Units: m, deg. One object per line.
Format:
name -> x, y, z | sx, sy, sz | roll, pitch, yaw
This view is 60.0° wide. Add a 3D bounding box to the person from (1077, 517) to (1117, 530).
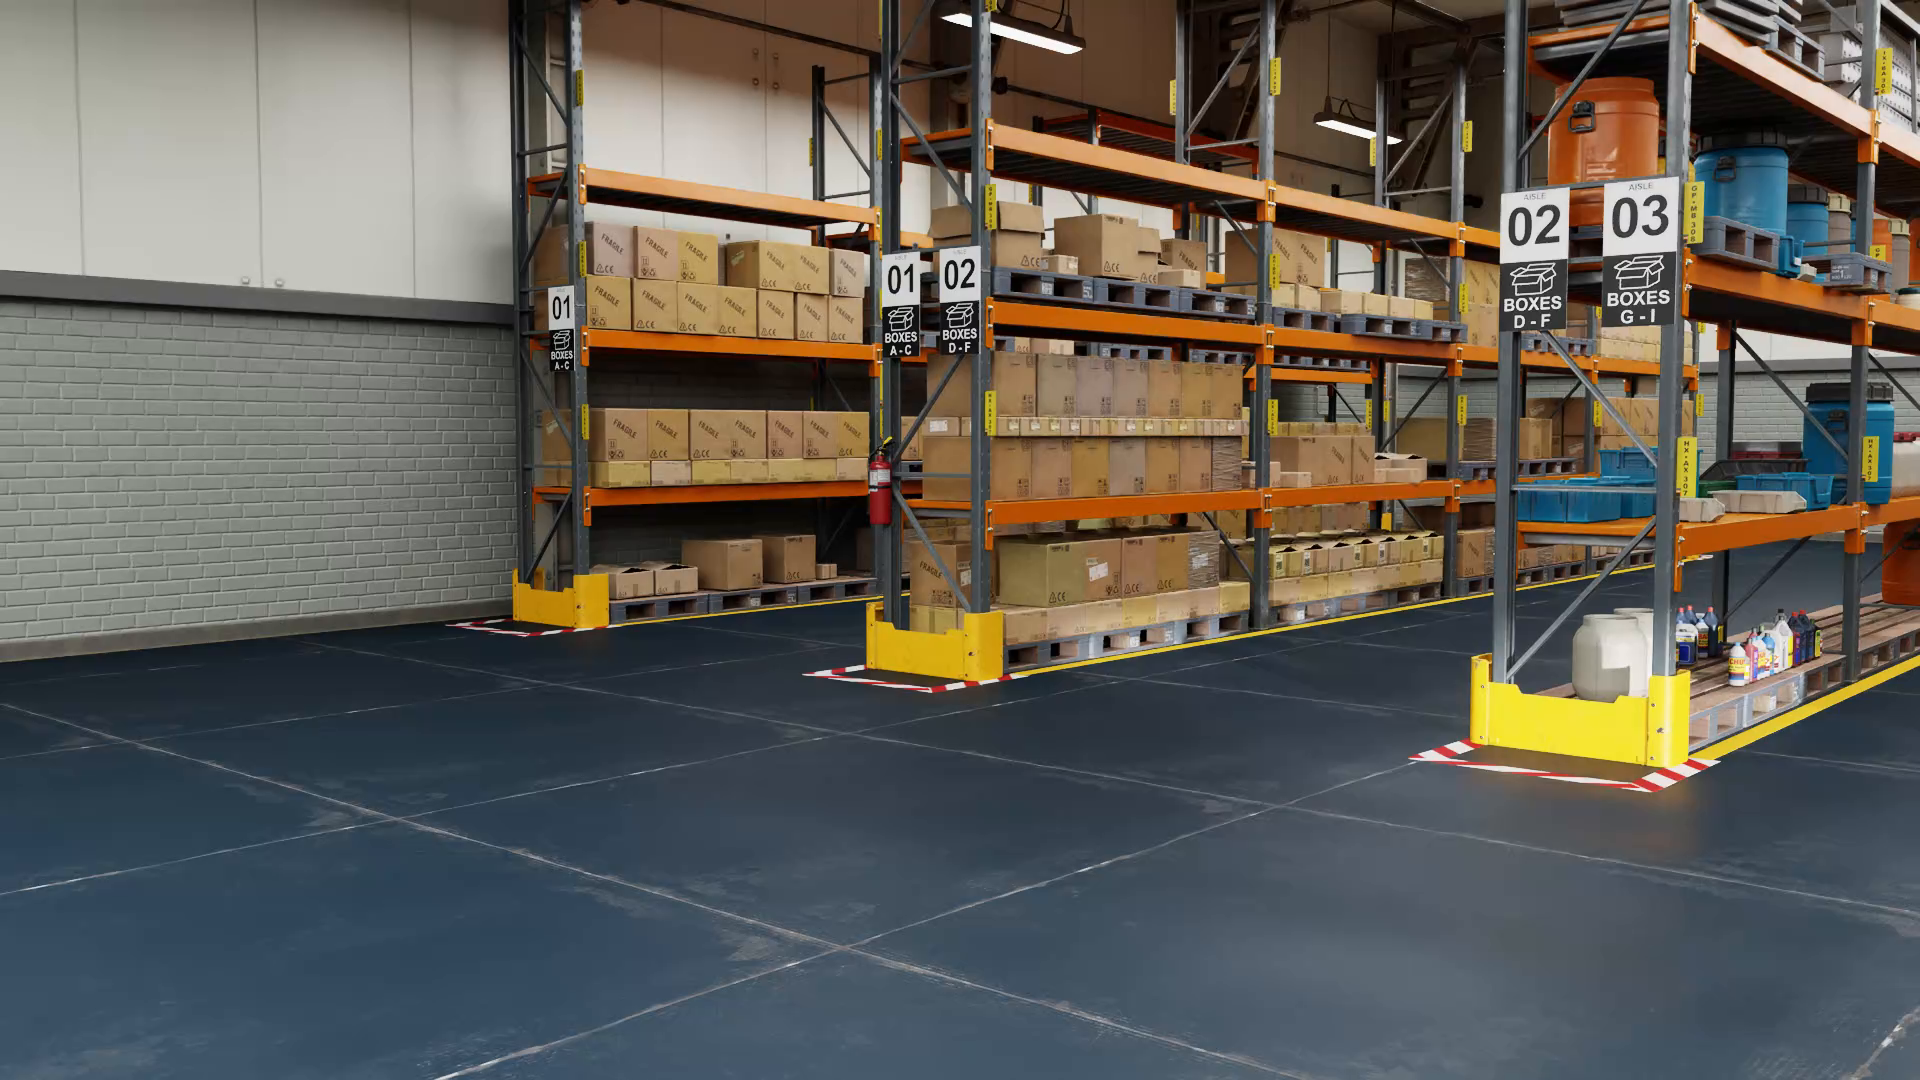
person -> 1.391, -0.089, 16.826 | 0.480, 1.676, 0.414 | 3, 5, 40
